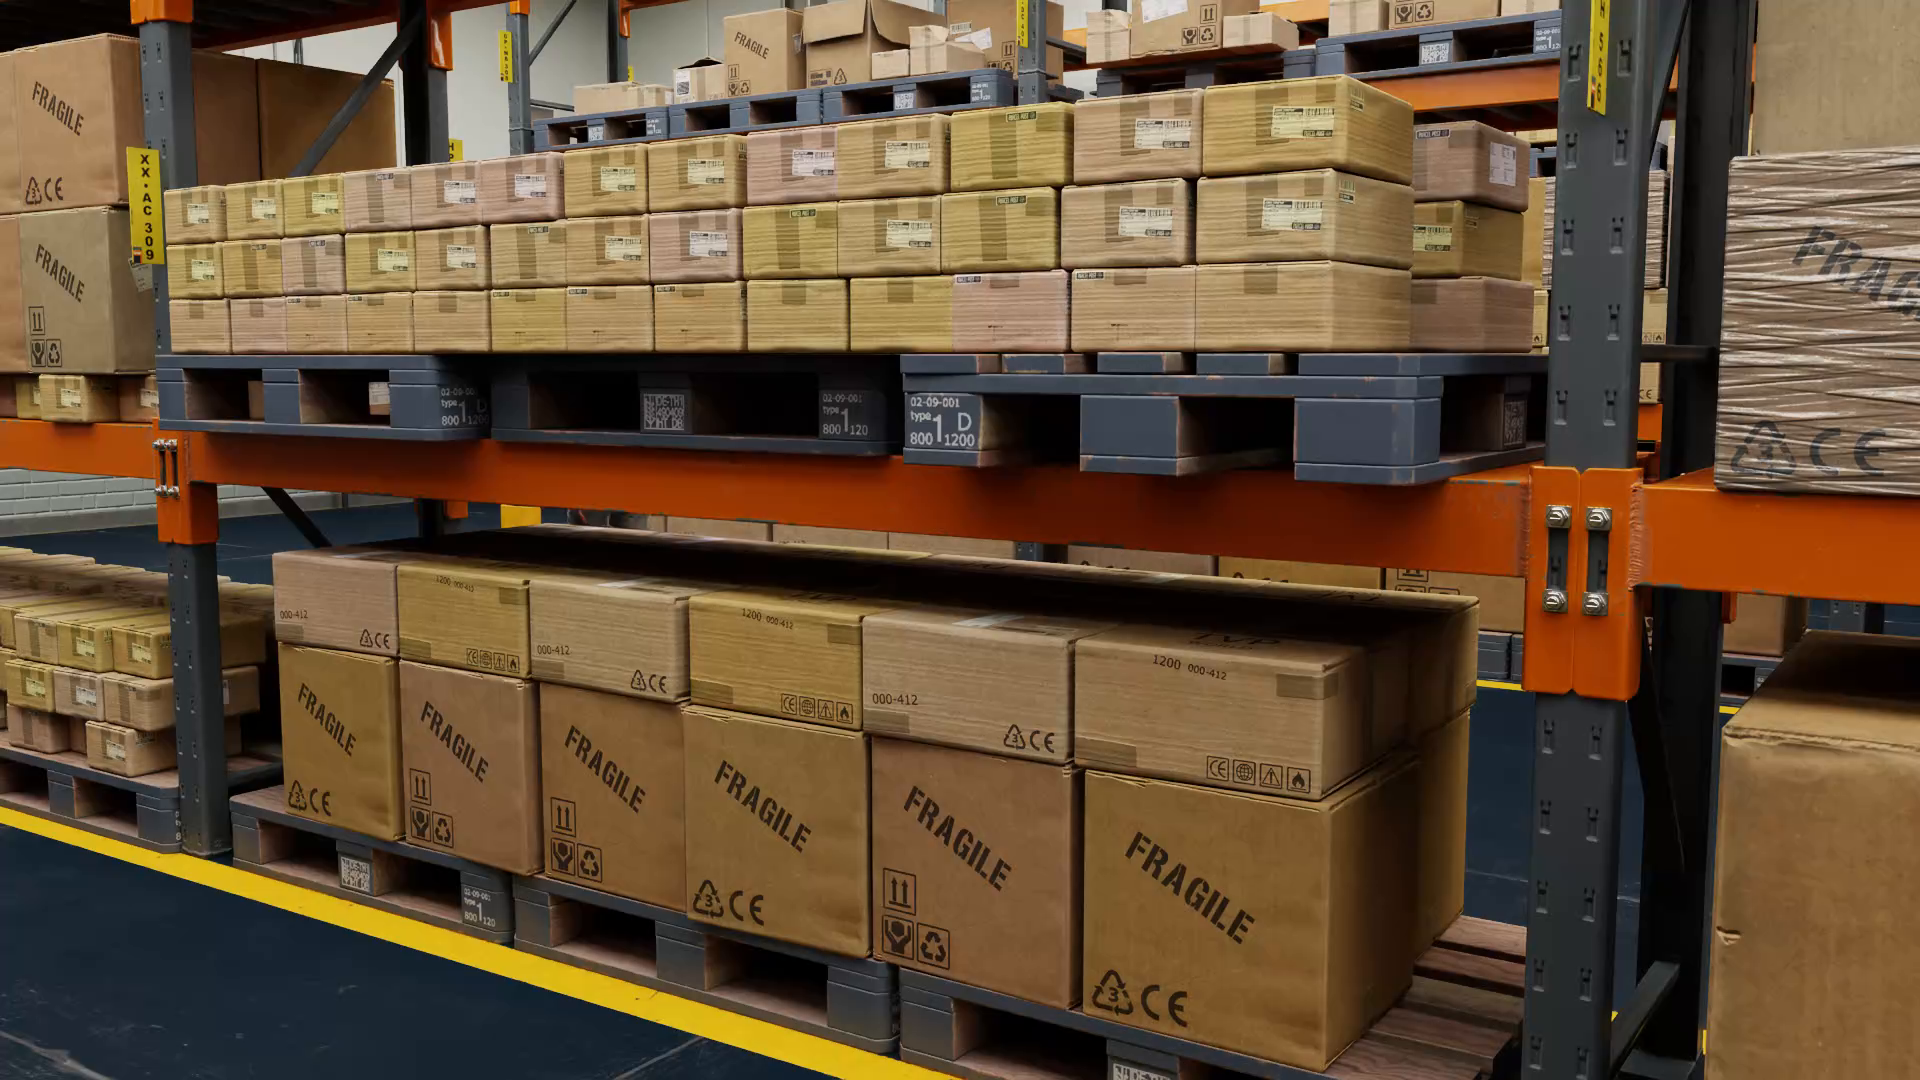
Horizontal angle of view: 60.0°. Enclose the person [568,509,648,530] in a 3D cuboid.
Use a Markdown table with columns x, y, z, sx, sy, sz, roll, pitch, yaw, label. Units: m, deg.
| x | y | z | sx | sy | sz | roll | pitch | yaw | label |
| --- | --- | --- | --- | --- | --- | --- | --- | --- | --- |
| -1.695 | -0.299 | 8.265 | 0.549 | 1.750 | 0.744 | -6 | 9 | -43 | person |
